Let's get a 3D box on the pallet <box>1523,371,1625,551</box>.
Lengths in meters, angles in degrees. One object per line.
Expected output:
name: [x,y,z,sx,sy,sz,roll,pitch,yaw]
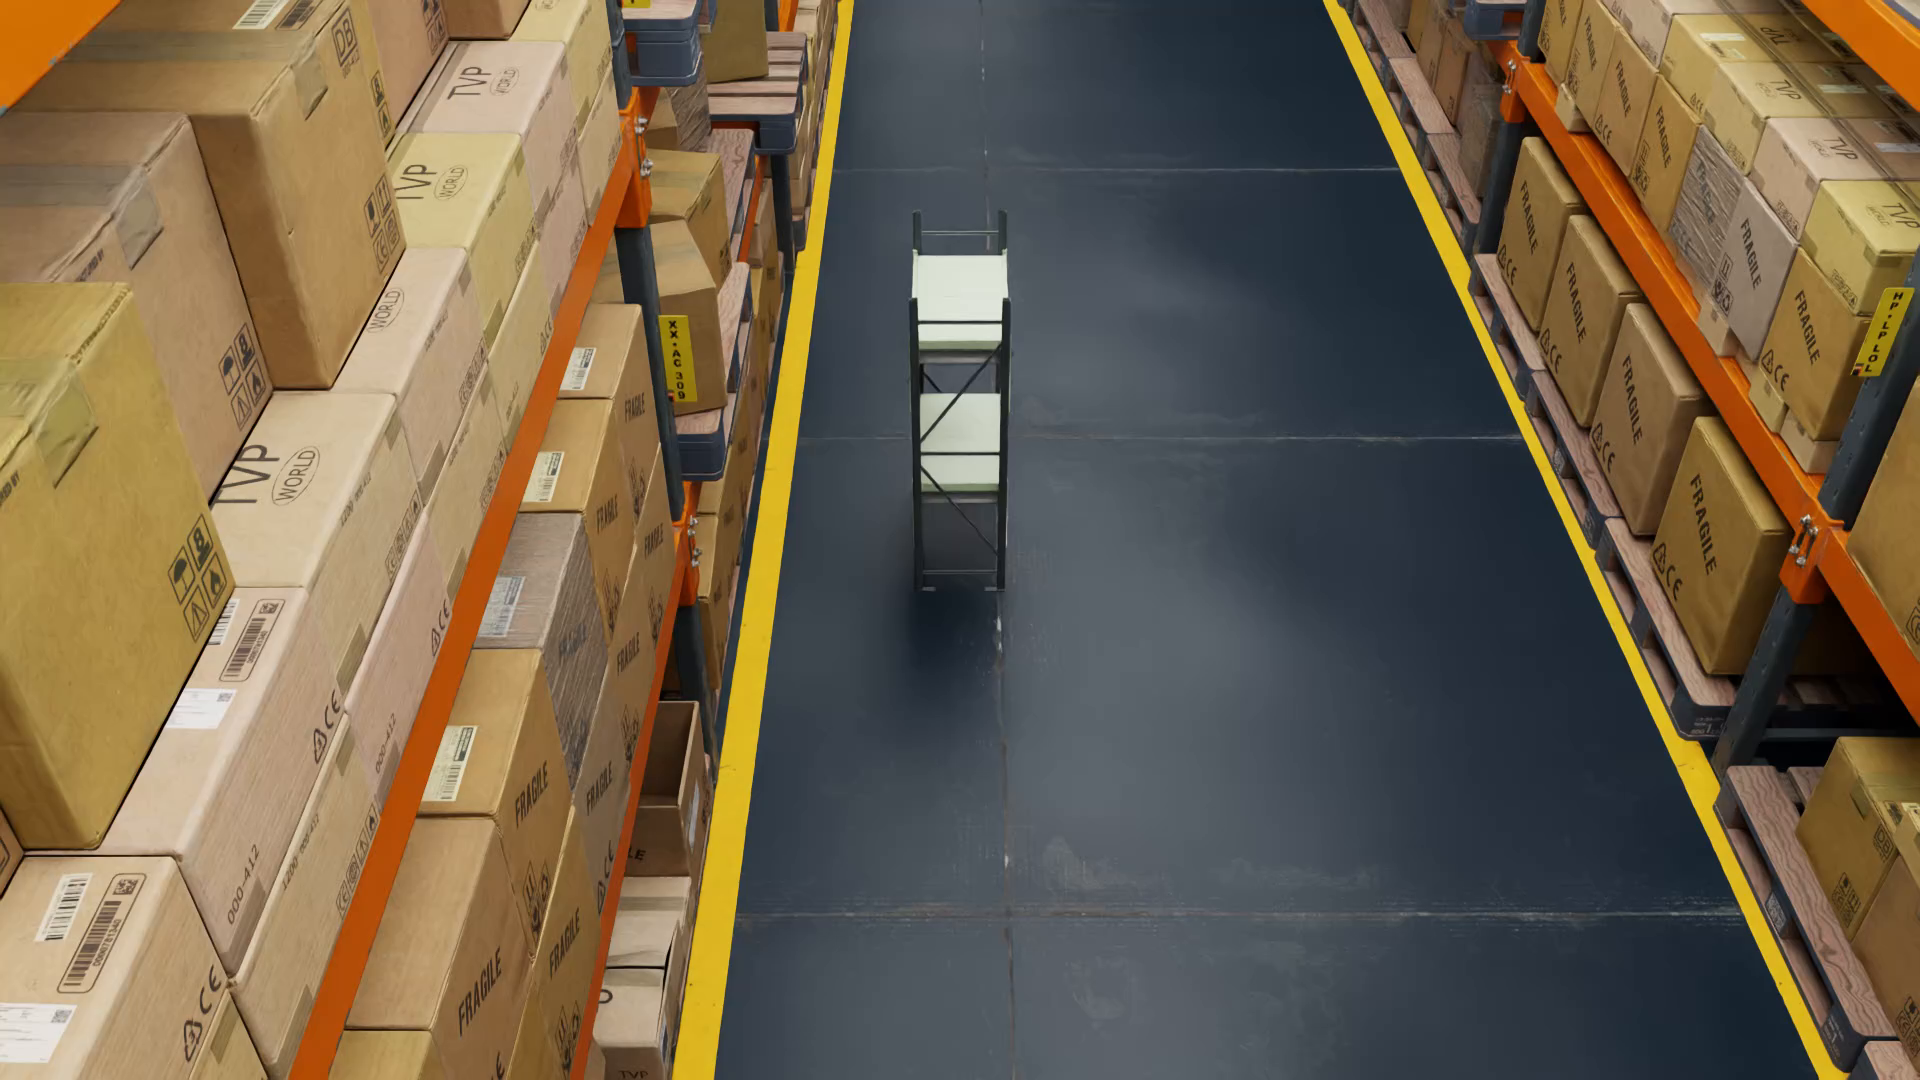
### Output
pallet: [3.414,-0.407,8.090,1.003,0.211,1.213,0,39,0]

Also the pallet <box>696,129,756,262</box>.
pallet: [-1.457,-1.453,7.318,1.003,0.211,1.213,0,39,0]

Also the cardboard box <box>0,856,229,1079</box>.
cardboard box: [-1.195,0.631,1.886,0.500,0.250,0.500,0,39,0]

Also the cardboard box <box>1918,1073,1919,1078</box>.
cardboard box: [3.389,1.666,4.935,0.700,0.500,0.500,1,39,1]

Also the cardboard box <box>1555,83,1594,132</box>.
cardboard box: [3.166,-2.129,8.194,0.380,0.149,0.250,1,39,1]

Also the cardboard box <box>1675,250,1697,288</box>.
cardboard box: [3.254,-1.164,6.988,0.380,0.149,0.250,-1,39,-1]

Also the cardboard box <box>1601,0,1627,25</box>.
cardboard box: [3.234,-2.585,7.643,0.500,0.250,0.500,-1,39,-1]

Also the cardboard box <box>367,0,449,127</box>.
cardboard box: [-1.562,-1.225,3.602,0.700,0.500,0.500,0,39,0]

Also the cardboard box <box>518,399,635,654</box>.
cardboard box: [-1.196,-0.035,4.516,0.500,0.500,0.500,-1,39,-1]

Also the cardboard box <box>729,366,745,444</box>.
cardboard box: [-1.217,-0.659,7.221,0.500,0.250,0.500,0,39,0]

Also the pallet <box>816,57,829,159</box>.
pallet: [-1.424,-2.931,11.239,1.003,0.211,1.213,0,39,0]

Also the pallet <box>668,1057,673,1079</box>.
pallet: [-1.455,2.040,5.035,1.003,0.211,1.213,0,39,0]

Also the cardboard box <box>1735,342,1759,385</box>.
cardboard box: [3.232,-0.689,6.396,0.380,0.149,0.250,1,39,1]

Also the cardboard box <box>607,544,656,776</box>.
cardboard box: [-1.200,0.353,4.830,0.500,0.500,0.500,1,39,1]

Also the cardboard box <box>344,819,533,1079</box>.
cardboard box: [-1.195,0.912,3.333,0.500,0.500,0.500,0,39,1]

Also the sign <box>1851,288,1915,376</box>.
sign: [2.952,-0.663,5.316,0.100,0.325,0.005,0,39,0]

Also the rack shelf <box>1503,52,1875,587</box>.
rack shelf: [3.492,-1.218,7.447,1.077,0.370,4.000,0,39,0]

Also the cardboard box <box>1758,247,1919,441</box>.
cardboard box: [3.242,-0.700,5.891,0.500,0.500,0.500,-1,39,-1]

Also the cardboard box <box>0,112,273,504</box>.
cardboard box: [-1.495,-0.287,2.432,0.700,0.500,0.500,0,39,0]

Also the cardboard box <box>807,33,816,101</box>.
cardboard box: [-1.178,-3.029,10.545,0.500,0.311,0.500,-1,39,-1]

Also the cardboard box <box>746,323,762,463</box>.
cardboard box: [-1.221,-0.703,7.876,0.500,0.500,0.500,-1,39,-2]

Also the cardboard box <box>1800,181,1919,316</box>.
cardboard box: [3.238,-0.996,5.660,0.500,0.250,0.500,1,39,1]

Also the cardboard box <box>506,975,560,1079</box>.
cardboard box: [-1.195,1.306,3.642,0.500,0.500,0.500,0,39,0]

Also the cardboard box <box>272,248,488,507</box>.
cardboard box: [-1.192,-0.307,3.056,0.500,0.250,0.500,0,39,0]

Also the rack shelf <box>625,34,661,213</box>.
rack shelf: [-1.461,-2.383,6.501,1.077,0.370,4.000,0,39,0]

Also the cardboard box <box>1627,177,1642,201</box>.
cardboard box: [3.288,-1.649,7.594,0.380,0.149,0.250,1,39,1]

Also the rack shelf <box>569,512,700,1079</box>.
rack shelf: [-1.457,1.289,4.318,1.077,0.370,4.000,0,39,0]

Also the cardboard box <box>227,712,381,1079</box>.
cardboard box: [-1.188,0.513,2.432,0.500,0.250,0.500,0,39,0]

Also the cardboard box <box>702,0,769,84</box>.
cardboard box: [-1.350,-2.553,8.121,0.700,0.500,0.500,-12,40,-15]

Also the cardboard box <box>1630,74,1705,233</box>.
cardboard box: [3.234,-1.645,7.070,0.500,0.500,0.500,1,39,1]

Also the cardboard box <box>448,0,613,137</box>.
cardboard box: [-1.187,-1.245,4.227,0.500,0.250,0.500,0,39,0]

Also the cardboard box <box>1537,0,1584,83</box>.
cardboard box: [3.235,-2.609,8.273,0.500,0.500,0.500,1,39,1]

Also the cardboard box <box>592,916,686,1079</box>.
cardboard box: [-1.174,1.460,5.327,0.500,0.311,0.500,0,39,0]

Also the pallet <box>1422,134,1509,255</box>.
pallet: [3.491,-2.150,10.264,1.003,0.211,1.213,0,39,0]

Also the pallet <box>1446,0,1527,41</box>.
pallet: [3.383,-3.120,9.398,1.213,0.211,1.003,0,39,0]

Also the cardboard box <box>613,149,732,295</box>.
cardboard box: [-1.300,-1.172,6.397,0.700,0.500,0.500,6,39,7]

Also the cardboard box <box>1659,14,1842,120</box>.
cardboard box: [3.245,-1.953,6.855,0.500,0.250,0.500,-1,39,-1]

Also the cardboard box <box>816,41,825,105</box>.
cardboard box: [-1.179,-3.122,11.111,0.500,0.250,0.500,1,39,1]

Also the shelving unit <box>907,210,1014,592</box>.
shelving unit: [0.000,-0.589,7.286,0.431,1.500,0.755,0,39,0]

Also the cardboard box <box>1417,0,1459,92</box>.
cardboard box: [3.514,-3.345,11.172,0.700,0.500,0.500,0,39,0]

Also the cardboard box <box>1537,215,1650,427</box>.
cardboard box: [3.354,-1.067,8.066,0.750,0.750,0.750,0,39,0]

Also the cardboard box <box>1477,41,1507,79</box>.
cardboard box: [3.499,-3.045,10.199,0.500,0.250,0.500,1,39,1]

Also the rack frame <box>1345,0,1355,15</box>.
rack frame: [3.485,-5.251,11.904,1.000,3.000,0.127,0,39,0]

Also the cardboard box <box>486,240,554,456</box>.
cardboard box: [-1.193,-0.425,3.603,0.500,0.250,0.500,0,39,0]

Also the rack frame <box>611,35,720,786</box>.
rack frame: [-1.459,-0.242,5.654,1.000,3.000,0.127,0,39,0]

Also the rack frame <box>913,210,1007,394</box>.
rack frame: [0.000,-0.818,7.572,0.400,1.500,0.023,0,39,0]

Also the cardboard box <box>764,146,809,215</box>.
cardboard box: [-1.171,-2.162,9.913,0.500,0.250,0.500,0,39,0]

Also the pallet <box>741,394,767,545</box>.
pallet: [-1.502,-0.428,8.115,1.003,0.211,1.213,0,39,0]

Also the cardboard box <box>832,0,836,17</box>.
cardboard box: [-1.178,-4.077,12.302,0.500,0.250,0.500,0,39,0]

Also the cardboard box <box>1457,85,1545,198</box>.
cardboard box: [3.437,-2.396,9.988,0.700,0.500,0.500,0,39,1]

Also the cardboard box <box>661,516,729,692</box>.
cardboard box: [-1.216,0.259,6.675,0.500,0.500,0.500,-2,39,-2]

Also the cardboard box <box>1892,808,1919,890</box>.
cardboard box: [3.211,0.992,5.257,0.380,0.149,0.250,1,39,1]
